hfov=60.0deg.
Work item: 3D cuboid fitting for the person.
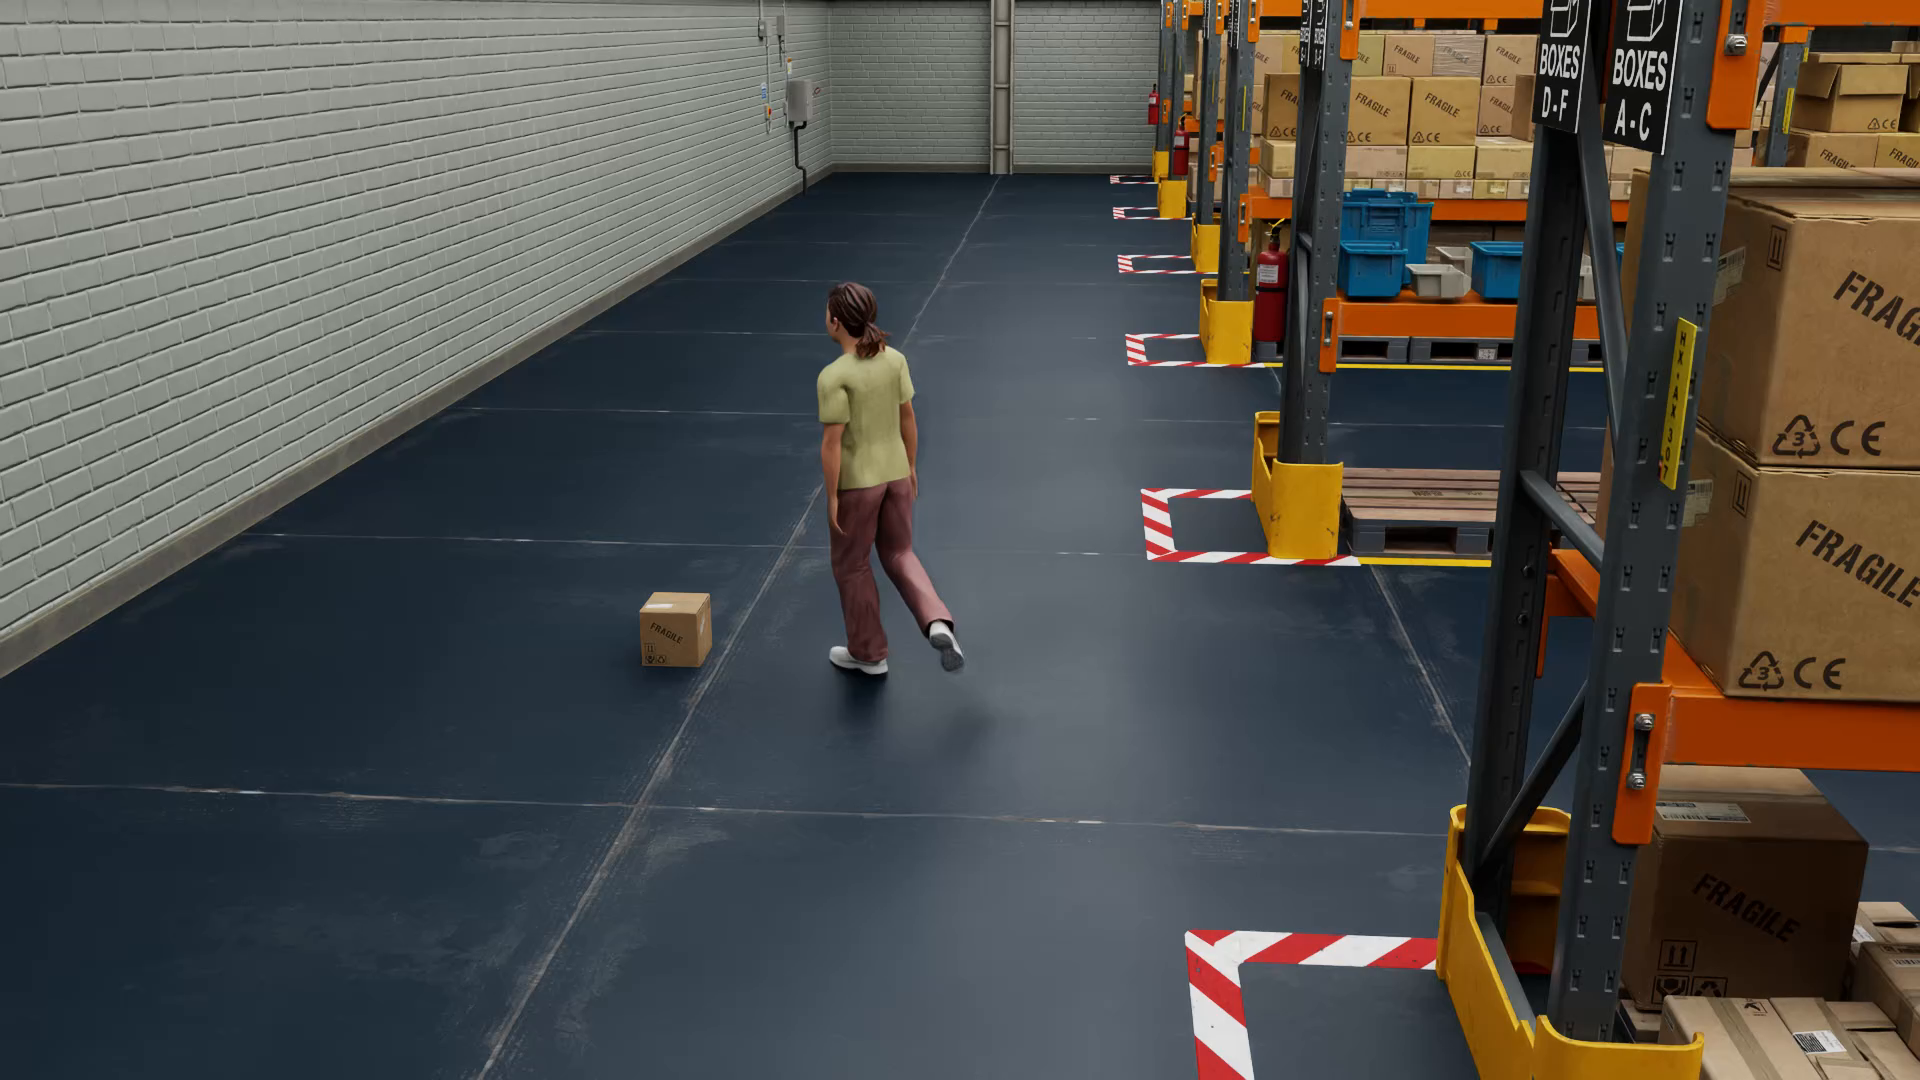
[{"bbox_3d":[-0.329,-0.198,6.656,0.513,1.660,0.713,-14,23,-38],"label":"person"}]
